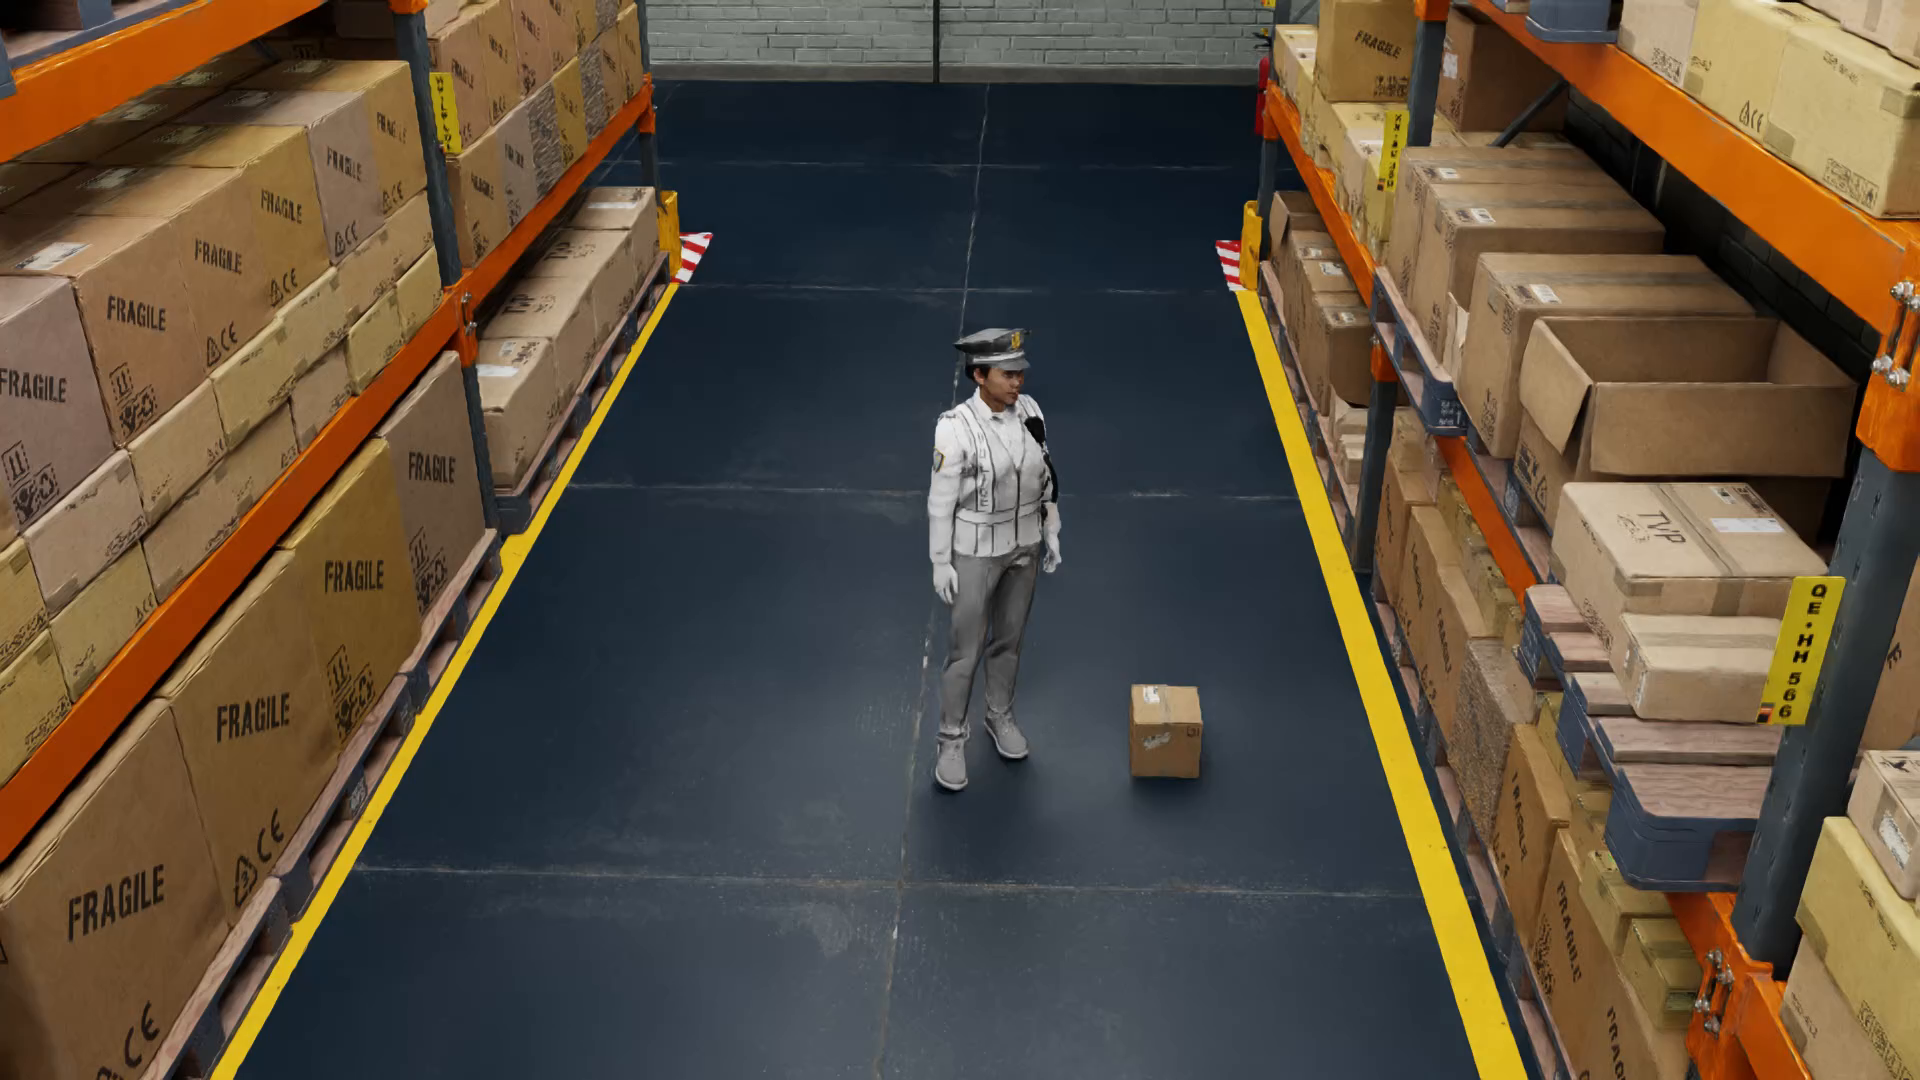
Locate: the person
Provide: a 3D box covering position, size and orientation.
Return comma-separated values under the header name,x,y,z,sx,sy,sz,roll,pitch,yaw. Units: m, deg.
name,x,y,z,sx,sy,sz,roll,pitch,yaw
person,-3.052,1.028,3.624,8.731,2.202,0.748,-19,34,-31
